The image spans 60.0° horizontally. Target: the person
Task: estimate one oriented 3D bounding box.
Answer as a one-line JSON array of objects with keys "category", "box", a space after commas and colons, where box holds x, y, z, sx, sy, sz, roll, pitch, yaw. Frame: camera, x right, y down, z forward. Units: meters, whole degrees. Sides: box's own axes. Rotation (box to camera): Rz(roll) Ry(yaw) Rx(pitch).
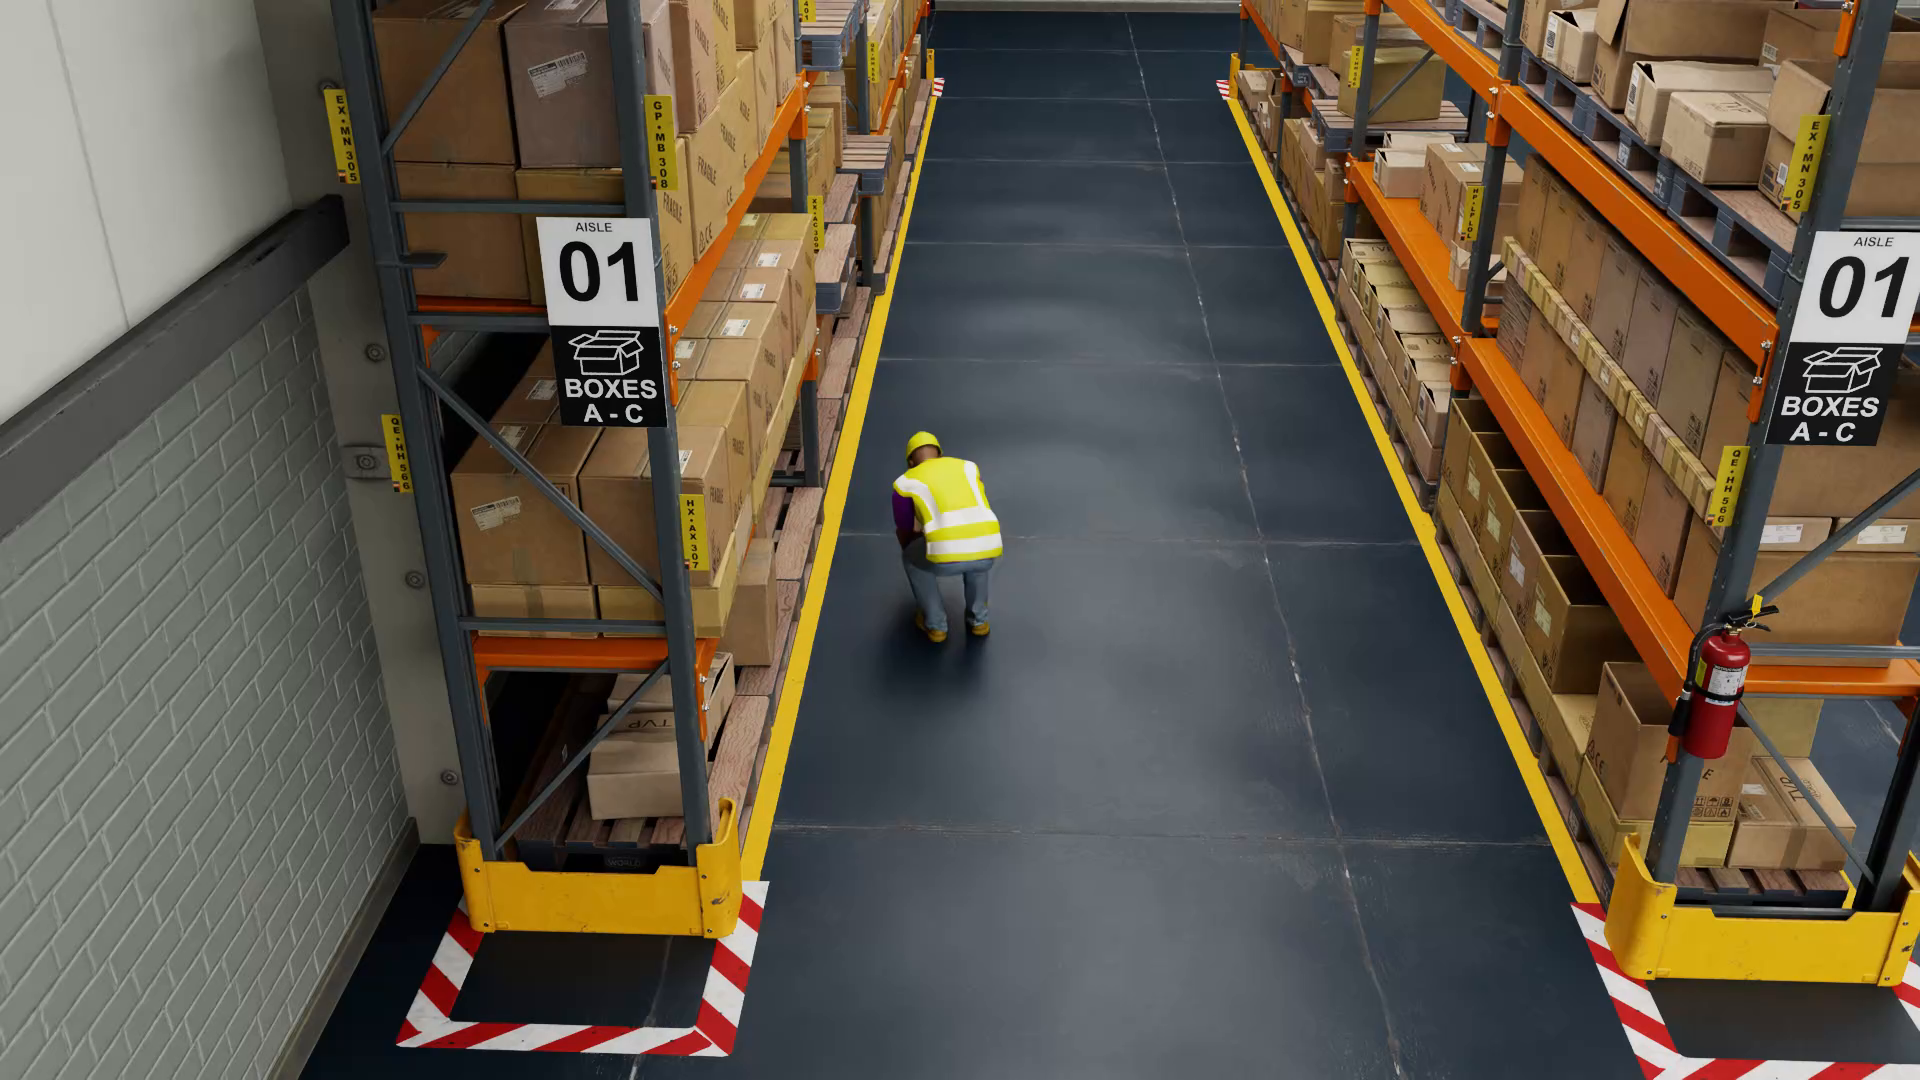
[{"category": "person", "box": [-0.095, -0.008, 9.426, 0.532, 1.011, 0.927, -8, 29, -15]}]
